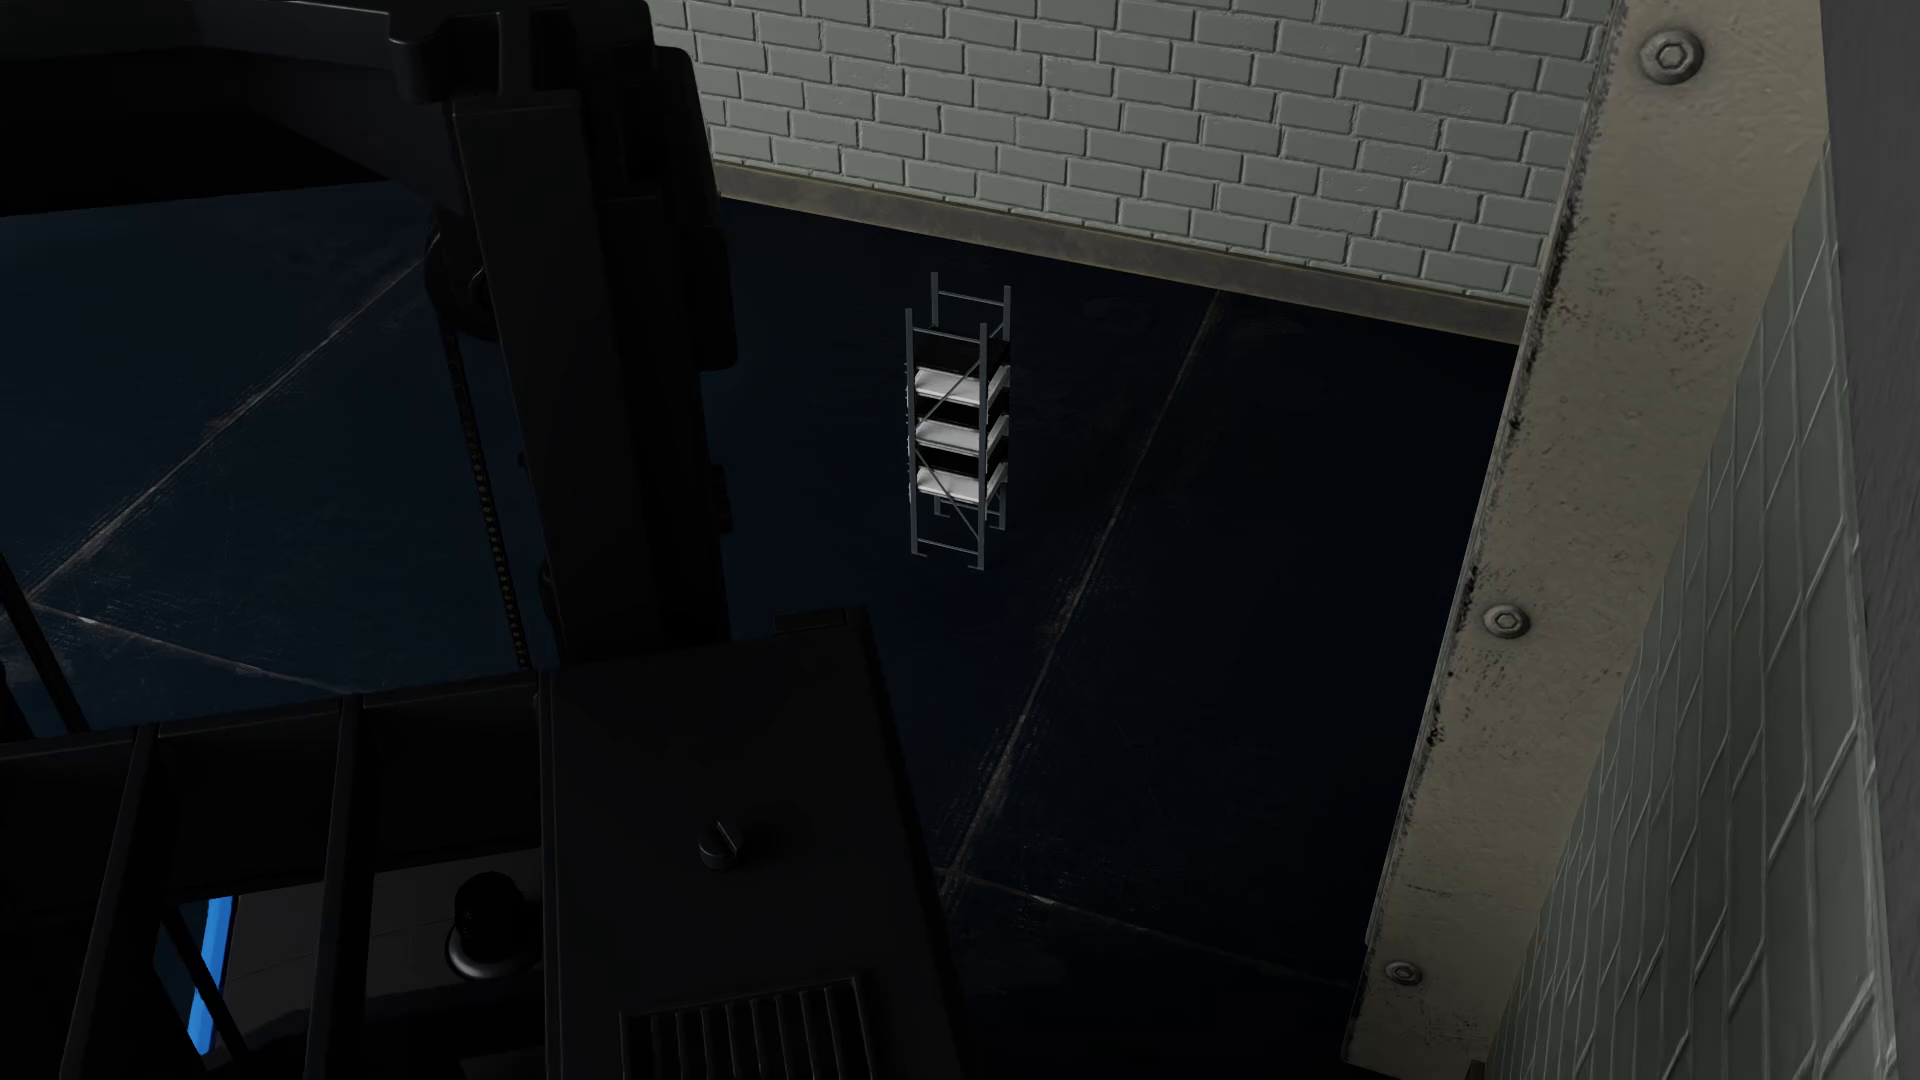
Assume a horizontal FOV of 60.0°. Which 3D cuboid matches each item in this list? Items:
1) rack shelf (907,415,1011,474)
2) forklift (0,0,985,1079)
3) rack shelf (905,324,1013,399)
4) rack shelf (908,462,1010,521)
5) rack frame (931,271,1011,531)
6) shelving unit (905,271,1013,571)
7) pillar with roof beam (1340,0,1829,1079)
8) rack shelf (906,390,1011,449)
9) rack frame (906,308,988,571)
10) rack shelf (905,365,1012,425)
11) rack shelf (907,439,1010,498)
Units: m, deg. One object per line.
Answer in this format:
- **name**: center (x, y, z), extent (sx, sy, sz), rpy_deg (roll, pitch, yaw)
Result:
- **rack shelf**: center (-0.003, -0.312, 4.974), extent (0.258, 0.077, 0.200), rpy_deg (13, 42, 15)
- **forklift**: center (-0.543, 1.097, 1.706), extent (1.130, 2.935, 3.031), rpy_deg (-8, 41, -9)
- **rack shelf**: center (-0.003, -0.517, 4.799), extent (0.258, 0.077, 0.200), rpy_deg (13, 42, 15)
- **rack shelf**: center (-0.003, -0.175, 5.091), extent (0.258, 0.077, 0.200), rpy_deg (13, 42, 15)
- **rack frame**: center (0.032, -0.399, 5.025), extent (0.240, 0.900, 0.006), rpy_deg (13, 42, 15)
- **shelving unit**: center (-0.003, -0.337, 4.952), extent (0.258, 0.900, 0.210), rpy_deg (13, 42, 15)
- **pillar with roof beam**: center (-2.956, -3.264, 2.143), extent (9.100, 9.000, 0.400), rpy_deg (13, 42, 15)
- **rack shelf**: center (-0.003, -0.381, 4.915), extent (0.258, 0.077, 0.200), rpy_deg (13, 42, 15)
- **rack frame**: center (-0.038, -0.275, 4.879), extent (0.240, 0.900, 0.006), rpy_deg (13, 42, 15)
- **rack shelf**: center (-0.003, -0.449, 4.857), extent (0.258, 0.077, 0.200), rpy_deg (13, 42, 15)
- **rack shelf**: center (-0.003, -0.244, 5.032), extent (0.258, 0.077, 0.200), rpy_deg (13, 42, 15)
